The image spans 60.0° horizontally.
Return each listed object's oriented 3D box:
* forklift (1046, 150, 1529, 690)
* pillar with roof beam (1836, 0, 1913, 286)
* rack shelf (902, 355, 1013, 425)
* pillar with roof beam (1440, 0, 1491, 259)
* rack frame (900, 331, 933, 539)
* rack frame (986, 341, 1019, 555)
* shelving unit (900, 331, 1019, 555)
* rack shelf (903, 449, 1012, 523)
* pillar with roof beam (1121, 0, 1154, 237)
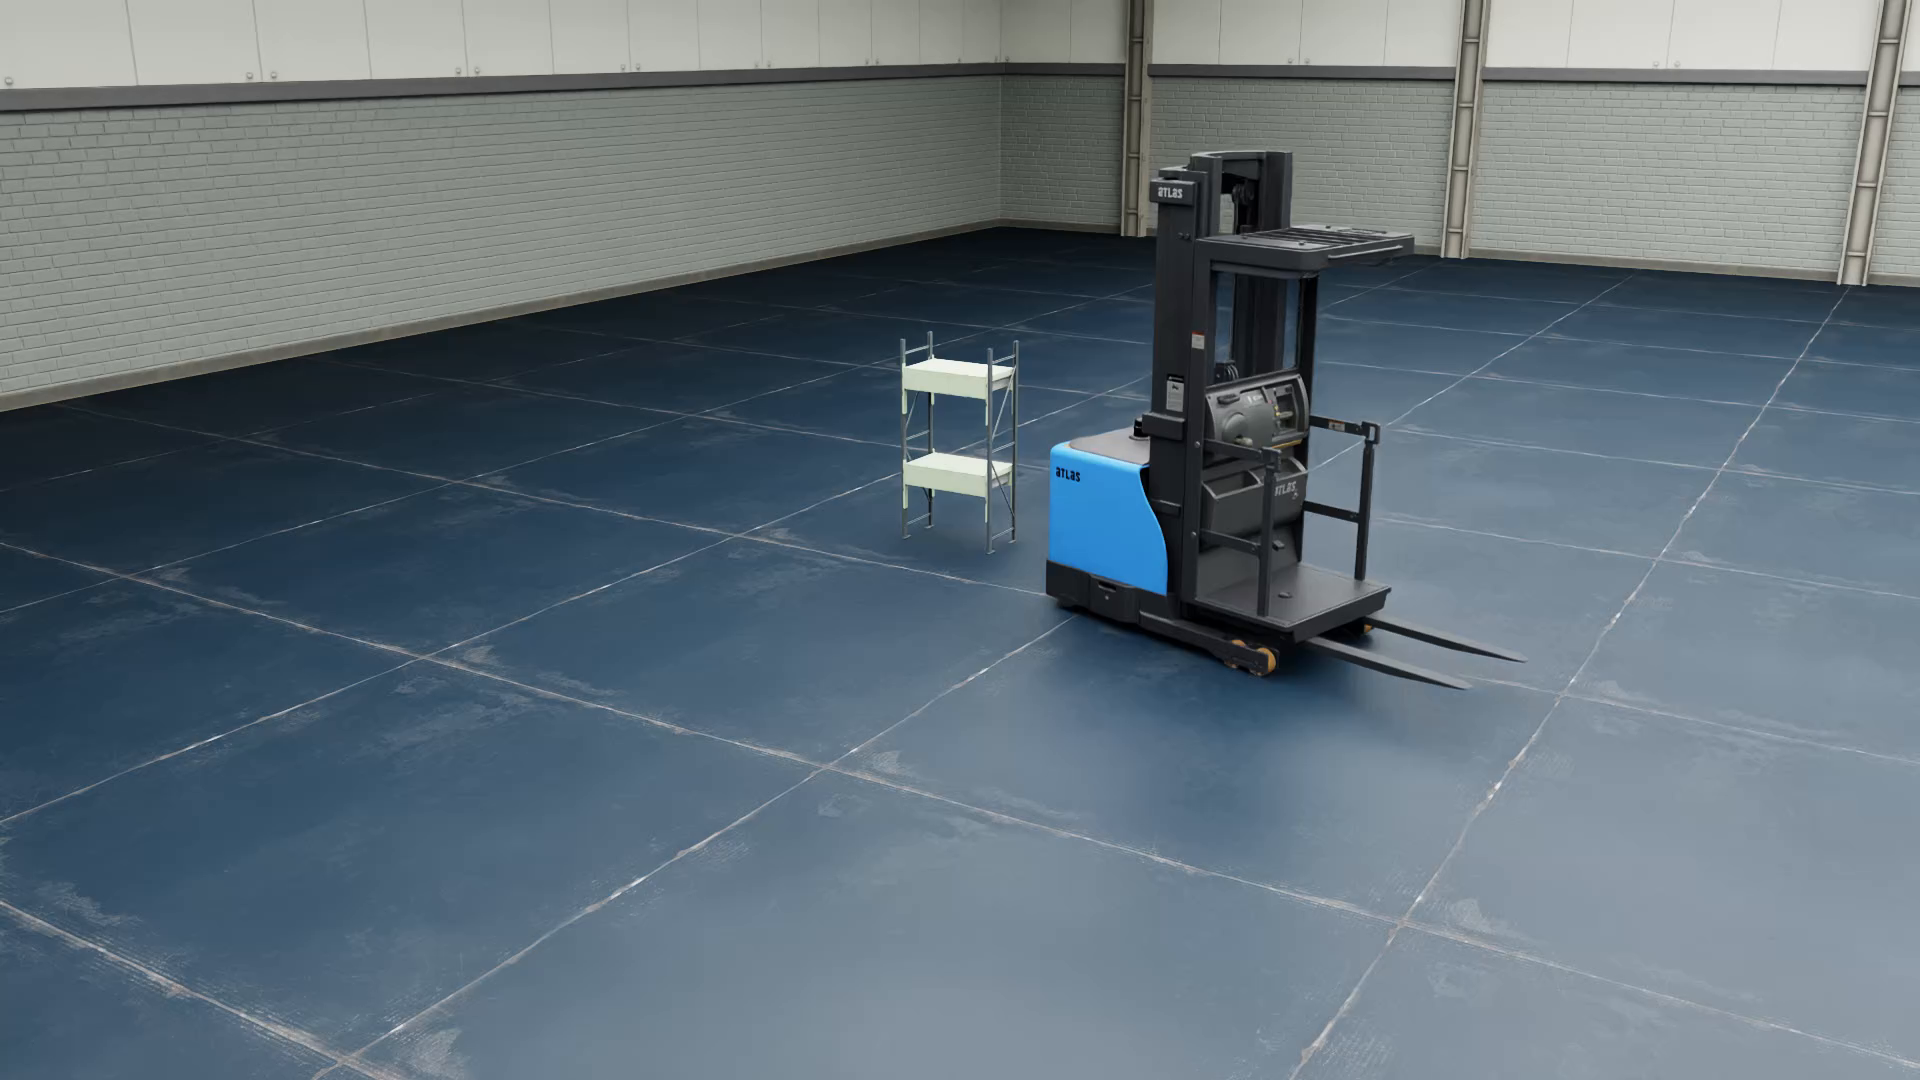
[{"bbox_3d":[1.940,-0.771,9.875,1.130,2.935,3.031,-15,23,-41],"label":"forklift"},{"bbox_3d":[11.224,-7.110,20.304,0.400,9.000,9.100,10,20,30],"label":"pillar with roof beam"},{"bbox_3d":[-0.006,-1.092,12.053,0.720,0.370,0.431,10,20,30],"label":"rack shelf"},{"bbox_3d":[6.111,-8.022,23.308,0.400,9.000,9.100,10,20,30],"label":"pillar with roof beam"},{"bbox_3d":[-0.318,-0.774,12.350,0.023,1.500,0.400,10,20,30],"label":"rack frame"},{"bbox_3d":[0.306,-0.663,11.983,0.023,1.500,0.400,10,20,30],"label":"rack frame"},{"bbox_3d":[-0.006,-0.719,12.167,0.755,1.500,0.431,10,20,30],"label":"shelving unit"},{"bbox_3d":[-0.006,-0.407,12.261,0.720,0.370,0.431,10,20,30],"label":"rack shelf"},{"bbox_3d":[0.998,-8.935,26.313,0.400,9.000,9.100,10,20,30],"label":"pillar with roof beam"}]
